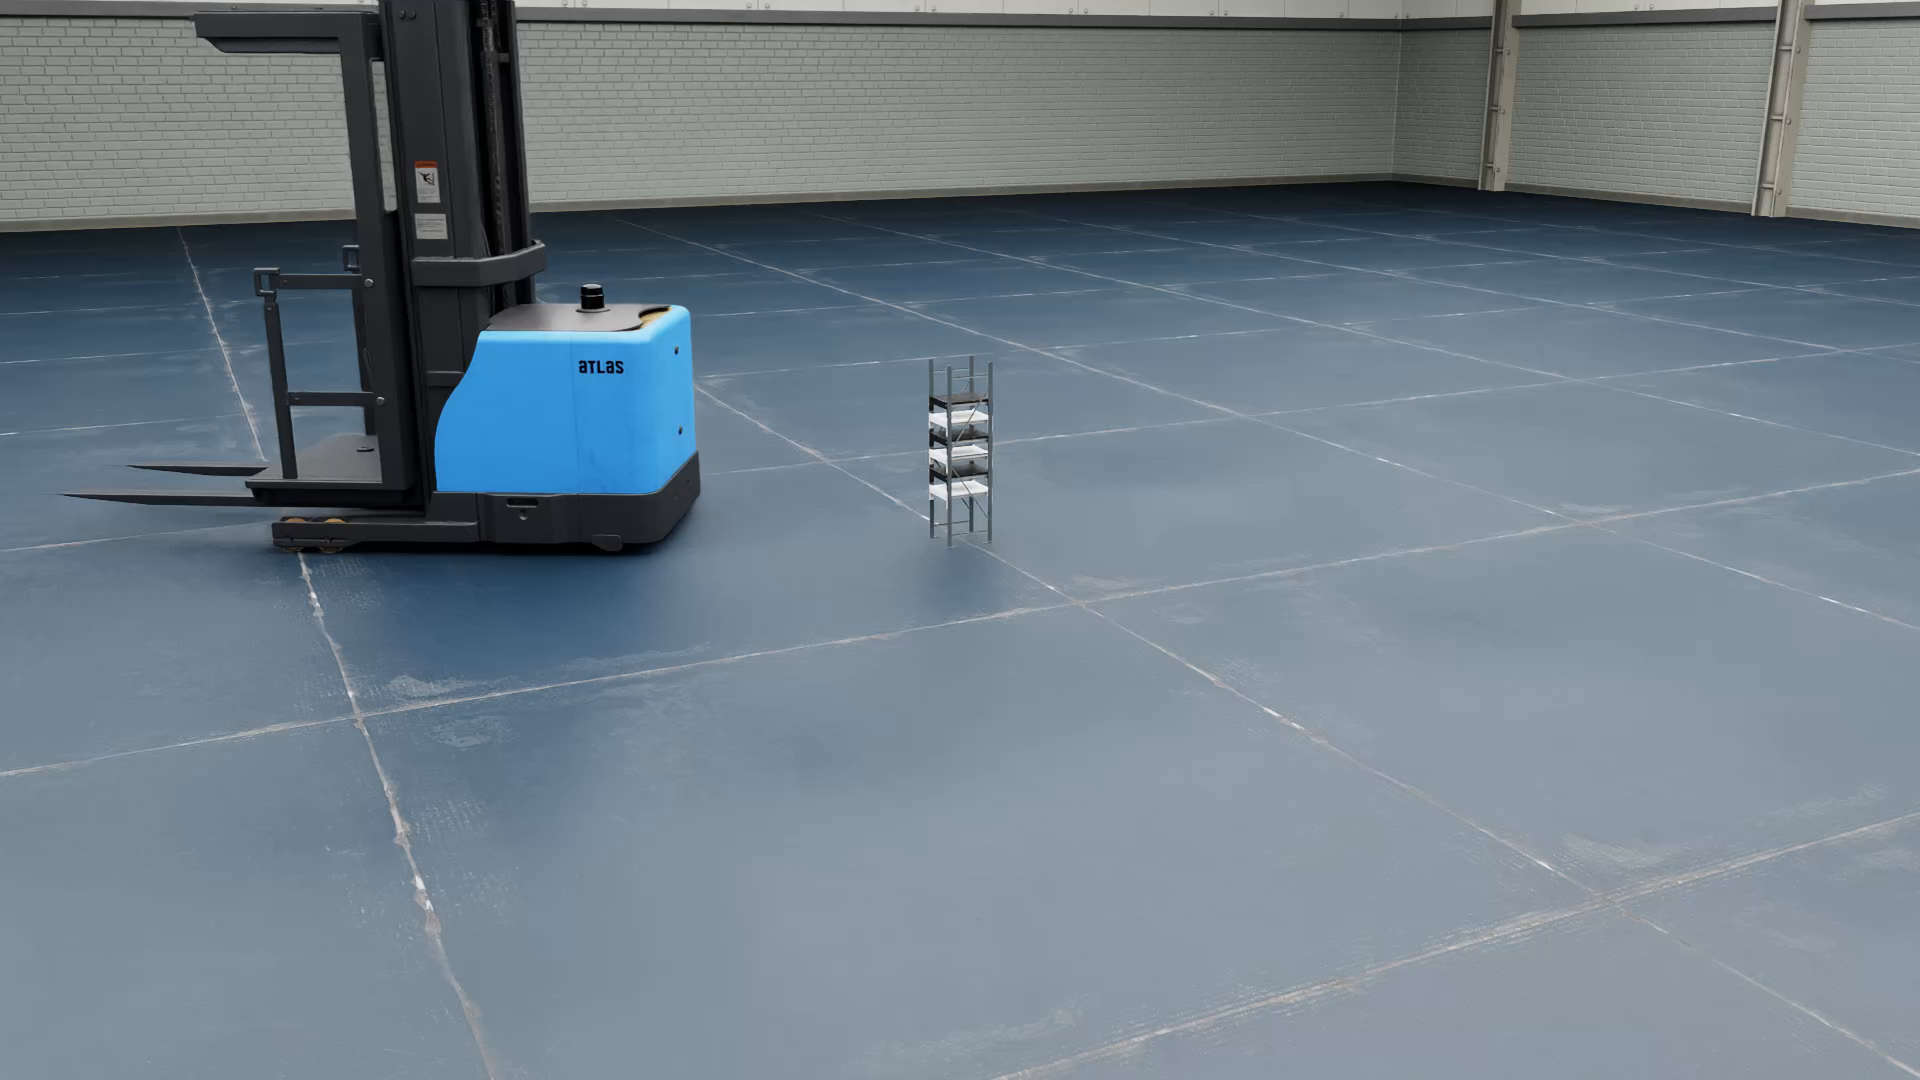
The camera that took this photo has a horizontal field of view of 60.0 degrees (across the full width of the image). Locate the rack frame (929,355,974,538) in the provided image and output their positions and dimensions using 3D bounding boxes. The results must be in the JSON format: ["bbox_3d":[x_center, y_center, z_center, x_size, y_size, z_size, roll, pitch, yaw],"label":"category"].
[{"bbox_3d":[-0.041,-0.456,8.207,0.240,0.900,0.006,-8,18,-25],"label":"rack frame"}]

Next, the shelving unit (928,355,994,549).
[{"bbox_3d":[0.004,-0.431,8.120,0.258,0.900,0.210,-8,18,-25],"label":"shelving unit"}]

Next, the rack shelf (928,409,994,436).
[{"bbox_3d":[0.004,-0.572,8.079,0.258,0.077,0.200,-8,18,-25],"label":"rack shelf"}]

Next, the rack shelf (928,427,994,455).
[{"bbox_3d":[0.004,-0.485,8.104,0.258,0.077,0.200,-8,18,-25],"label":"rack shelf"}]

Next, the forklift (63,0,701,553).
[{"bbox_3d":[-2.916,-1.489,8.126,3.031,2.935,1.130,1,16,3],"label":"forklift"}]

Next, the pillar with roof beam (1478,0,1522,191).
[{"bbox_3d":[6.012,-10.309,27.861,9.100,9.000,0.400,-8,18,-25],"label":"pillar with roof beam"}]

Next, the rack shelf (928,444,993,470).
[{"bbox_3d":[0.004,-0.398,8.129,0.258,0.077,0.200,-8,18,-25],"label":"rack shelf"}]

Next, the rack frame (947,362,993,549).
[{"bbox_3d":[0.048,-0.405,8.032,0.240,0.900,0.006,-8,18,-25],"label":"rack frame"}]

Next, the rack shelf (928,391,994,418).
[{"bbox_3d":[0.004,-0.658,8.054,0.258,0.077,0.200,-8,18,-25],"label":"rack shelf"}]

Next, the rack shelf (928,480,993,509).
[{"bbox_3d":[0.004,-0.225,8.178,0.258,0.077,0.200,-8,18,-25],"label":"rack shelf"}]

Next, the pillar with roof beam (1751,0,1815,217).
[{"bbox_3d":[8.640,-8.821,22.676,9.100,9.000,0.400,-8,18,-25],"label":"pillar with roof beam"}]

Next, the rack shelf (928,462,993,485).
[{"bbox_3d":[0.004,-0.312,8.154,0.258,0.077,0.200,-8,18,-25],"label":"rack shelf"}]
